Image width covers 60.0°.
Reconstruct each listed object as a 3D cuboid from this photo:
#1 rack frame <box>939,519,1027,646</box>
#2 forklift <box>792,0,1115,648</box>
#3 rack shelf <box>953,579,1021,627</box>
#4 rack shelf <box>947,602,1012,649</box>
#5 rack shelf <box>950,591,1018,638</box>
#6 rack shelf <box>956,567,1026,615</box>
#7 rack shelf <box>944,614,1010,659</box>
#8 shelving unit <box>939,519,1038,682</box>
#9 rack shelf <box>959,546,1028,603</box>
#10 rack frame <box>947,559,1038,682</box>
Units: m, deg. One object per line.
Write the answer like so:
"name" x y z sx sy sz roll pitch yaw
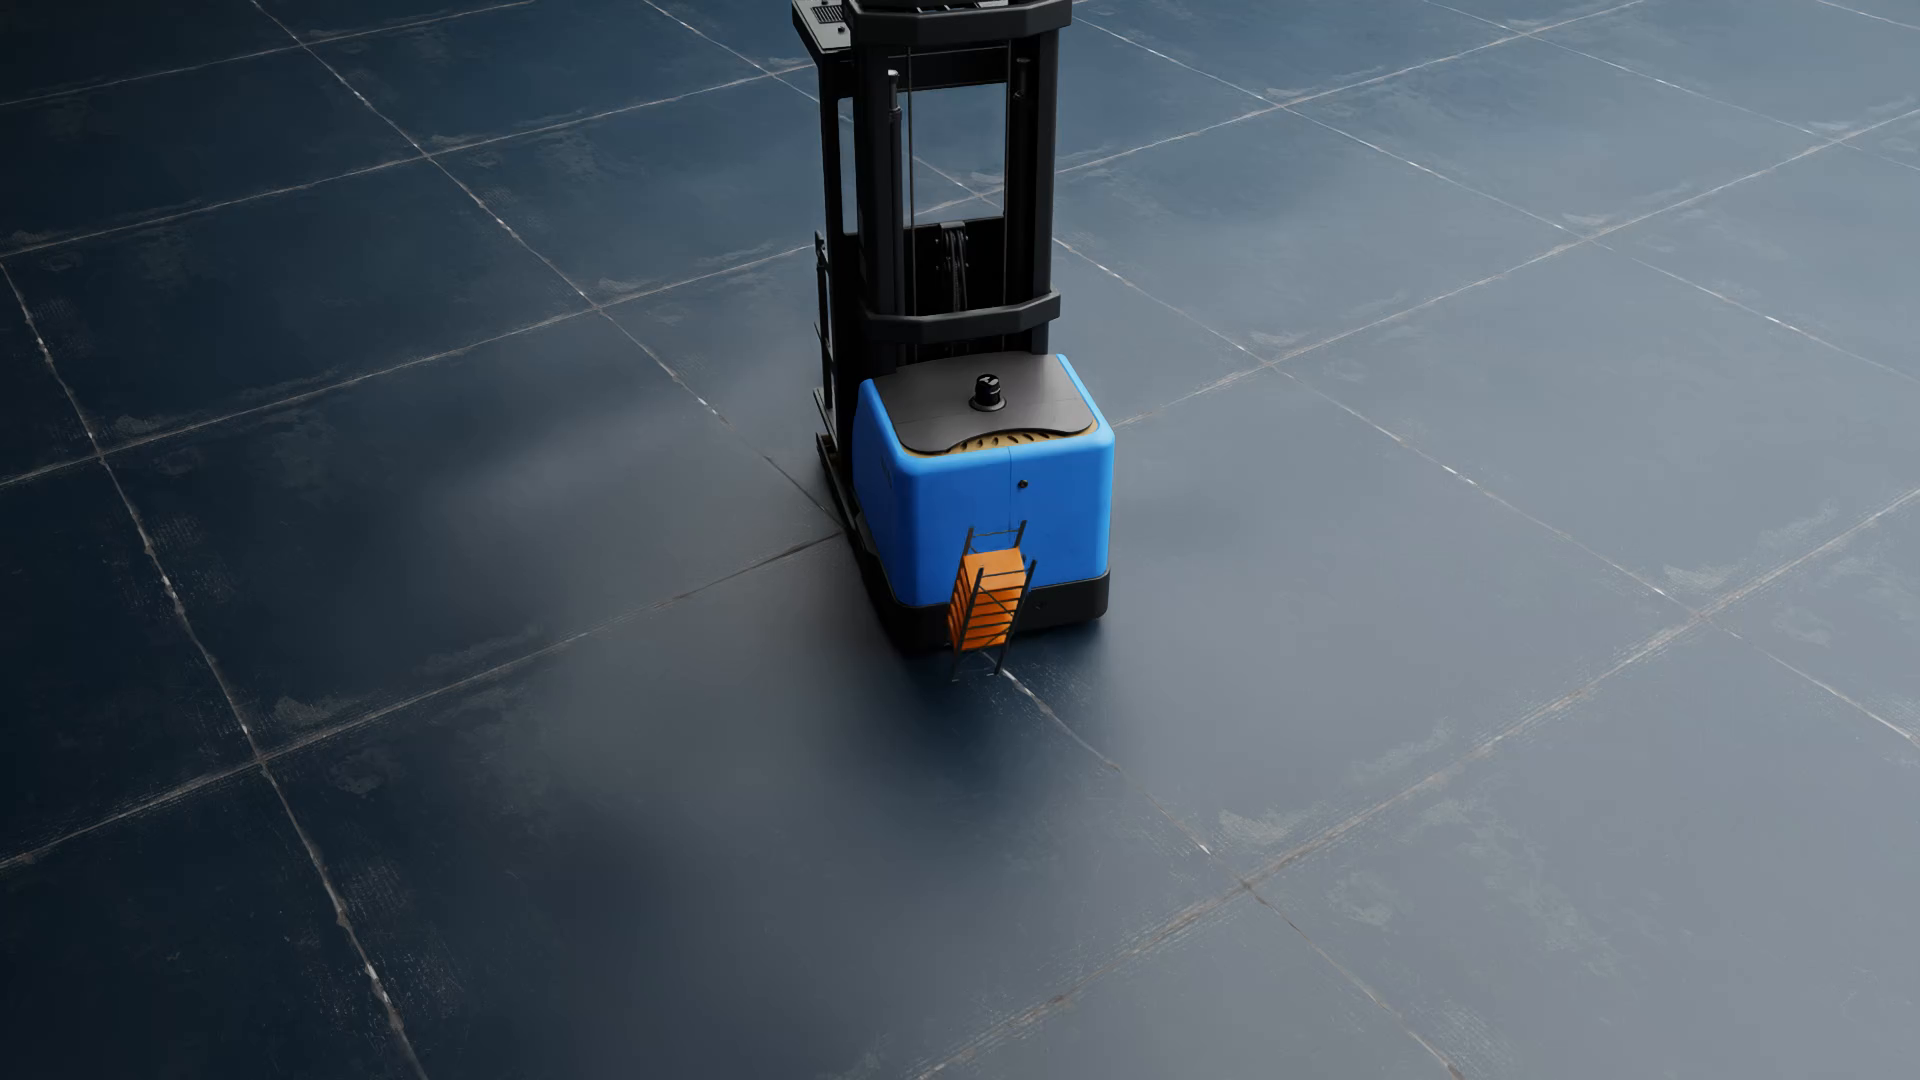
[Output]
"rack frame" 0.087 0.205 7.220 0.240 1.200 0.006 -8 65 -11
"forklift" -0.161 -1.545 8.201 1.130 2.935 3.031 -9 37 -12
"rack shelf" 0.115 0.251 7.114 0.258 0.103 0.180 -8 65 -11
"rack shelf" 0.088 0.360 7.327 0.258 0.103 0.180 -8 65 -11
"rack shelf" 0.101 0.305 7.220 0.258 0.103 0.180 -8 65 -11
"rack shelf" 0.128 0.197 7.008 0.258 0.103 0.180 -8 65 -11
"rack shelf" 0.075 0.414 7.433 0.258 0.103 0.180 -8 65 -11
"shelving unit" 0.106 0.285 7.181 0.258 1.200 0.189 -8 65 -11
"rack shelf" 0.142 0.143 6.902 0.258 0.103 0.180 -8 65 -11
"rack frame" 0.126 0.366 7.142 0.240 1.200 0.006 -8 65 -11
